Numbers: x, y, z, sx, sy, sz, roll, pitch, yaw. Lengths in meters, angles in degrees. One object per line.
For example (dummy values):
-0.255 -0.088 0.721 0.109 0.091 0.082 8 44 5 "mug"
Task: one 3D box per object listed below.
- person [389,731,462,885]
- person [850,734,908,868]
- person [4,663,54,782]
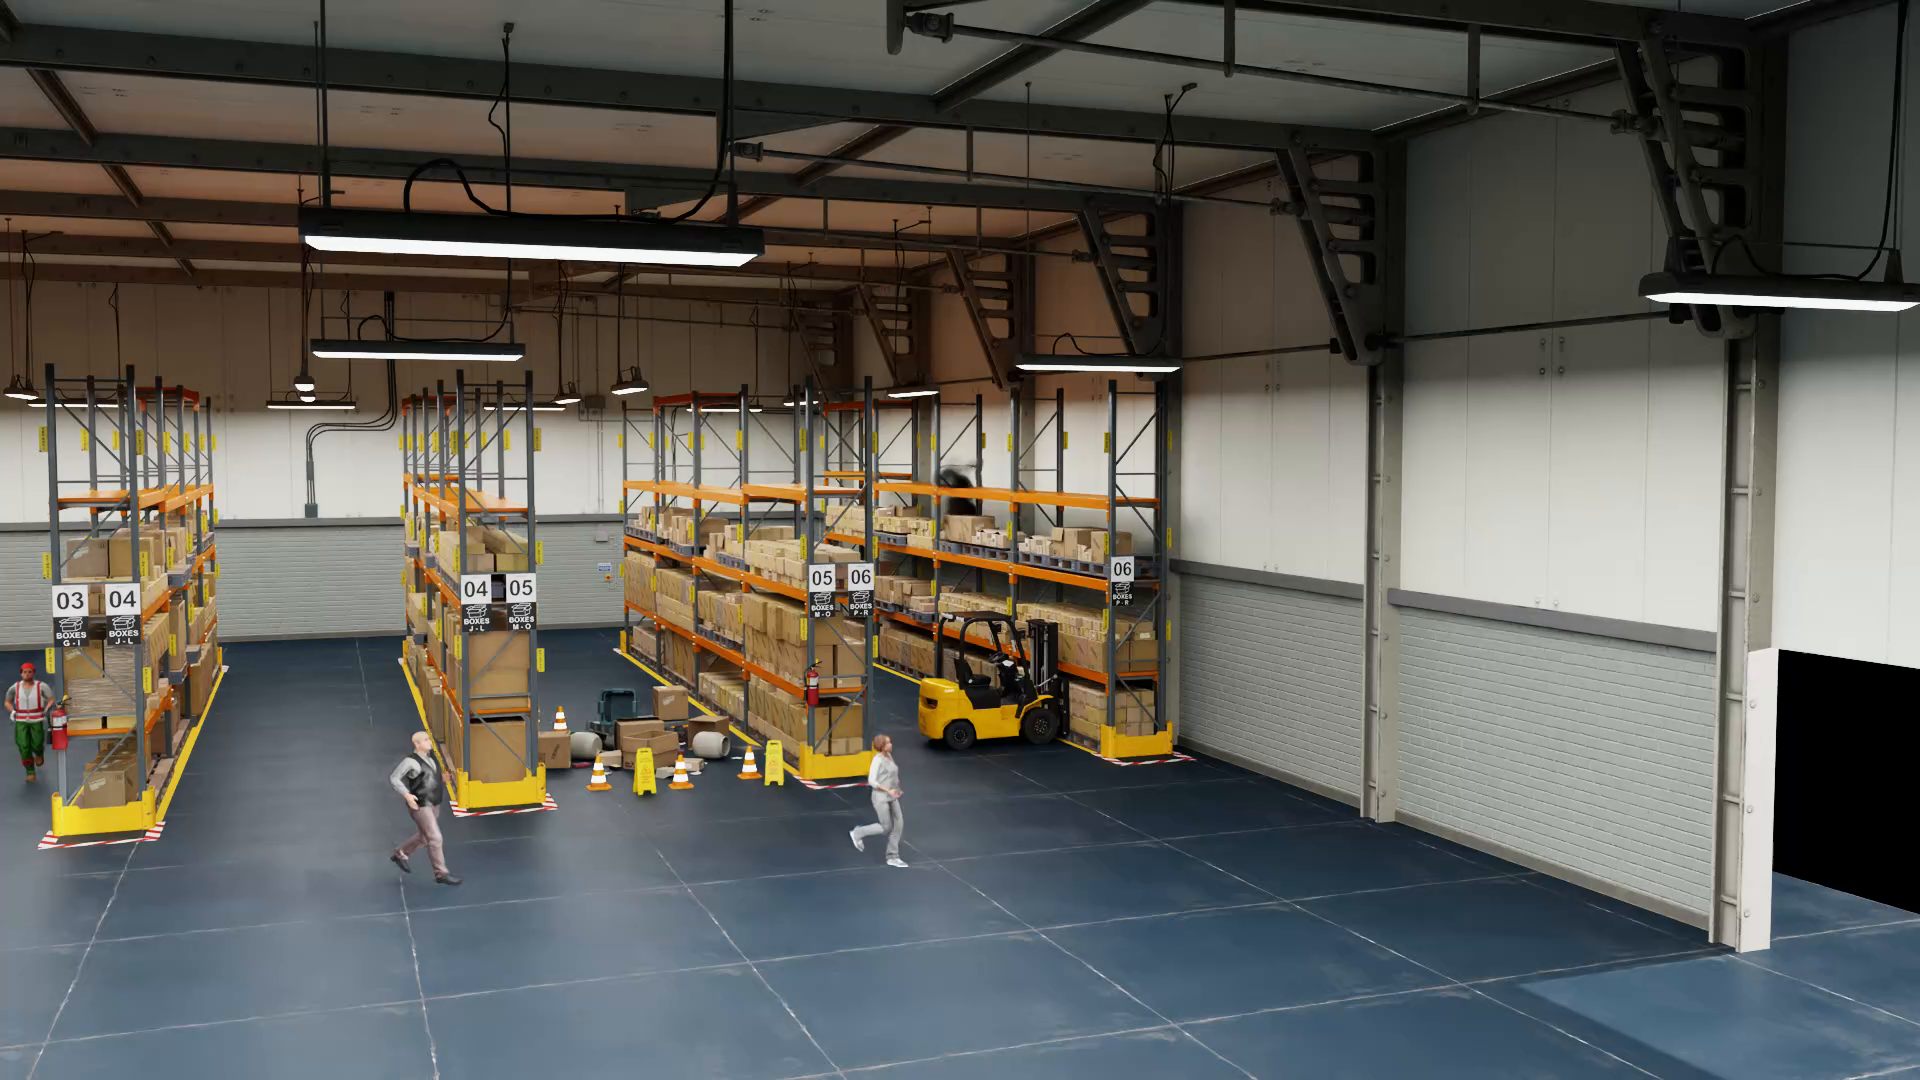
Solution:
-6.075 3.019 18.846 0.971 1.701 0.657 1 3 13 "person"
-0.941 3.074 19.689 0.723 1.578 0.545 1 4 23 "person"
-13.849 2.692 24.749 0.656 1.743 0.615 -1 4 -23 "person"
